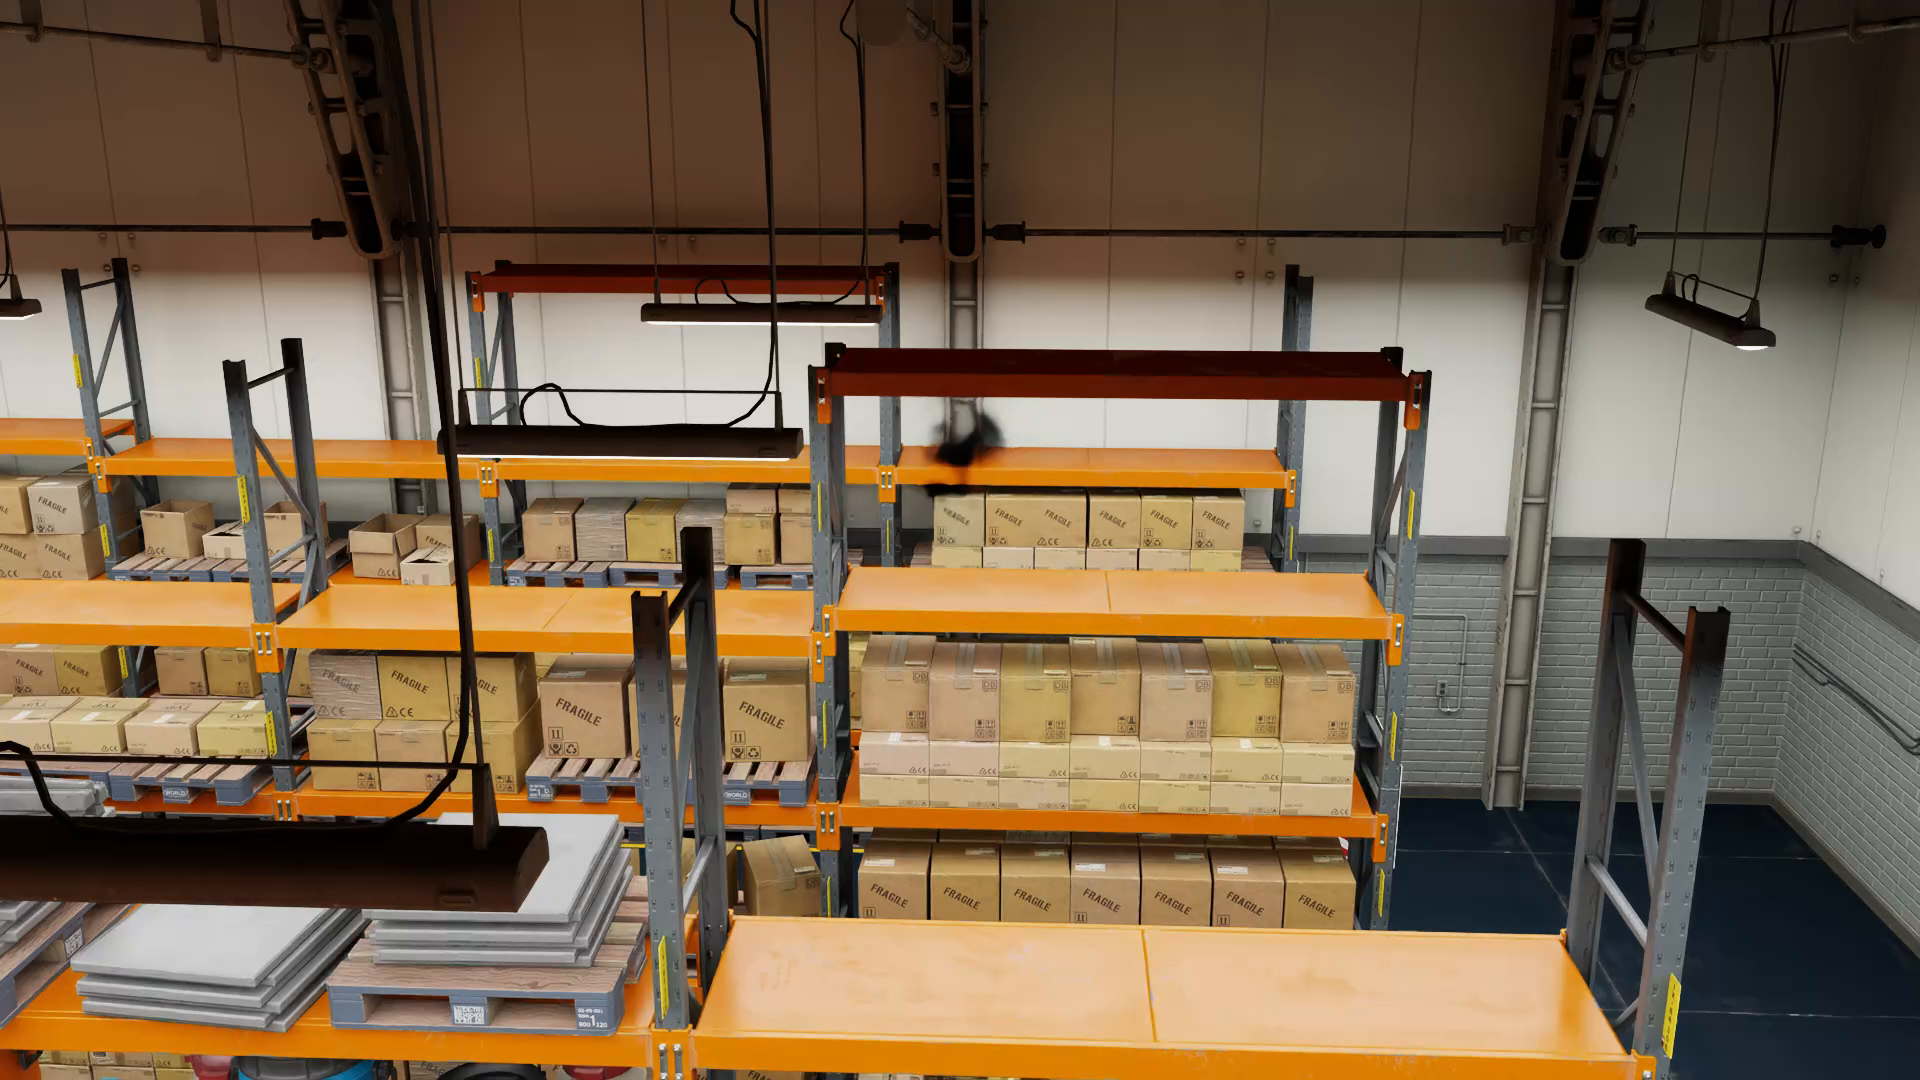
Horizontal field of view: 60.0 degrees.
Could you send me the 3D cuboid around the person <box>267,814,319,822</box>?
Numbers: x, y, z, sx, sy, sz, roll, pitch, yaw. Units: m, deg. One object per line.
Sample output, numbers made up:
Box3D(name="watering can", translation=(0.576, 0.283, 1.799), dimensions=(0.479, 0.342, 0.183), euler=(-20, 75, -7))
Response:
Box3D(name="person", translation=(-5.823, 3.130, 14.612), dimensions=(0.950, 1.841, 0.668), euler=(1, 16, 4))
